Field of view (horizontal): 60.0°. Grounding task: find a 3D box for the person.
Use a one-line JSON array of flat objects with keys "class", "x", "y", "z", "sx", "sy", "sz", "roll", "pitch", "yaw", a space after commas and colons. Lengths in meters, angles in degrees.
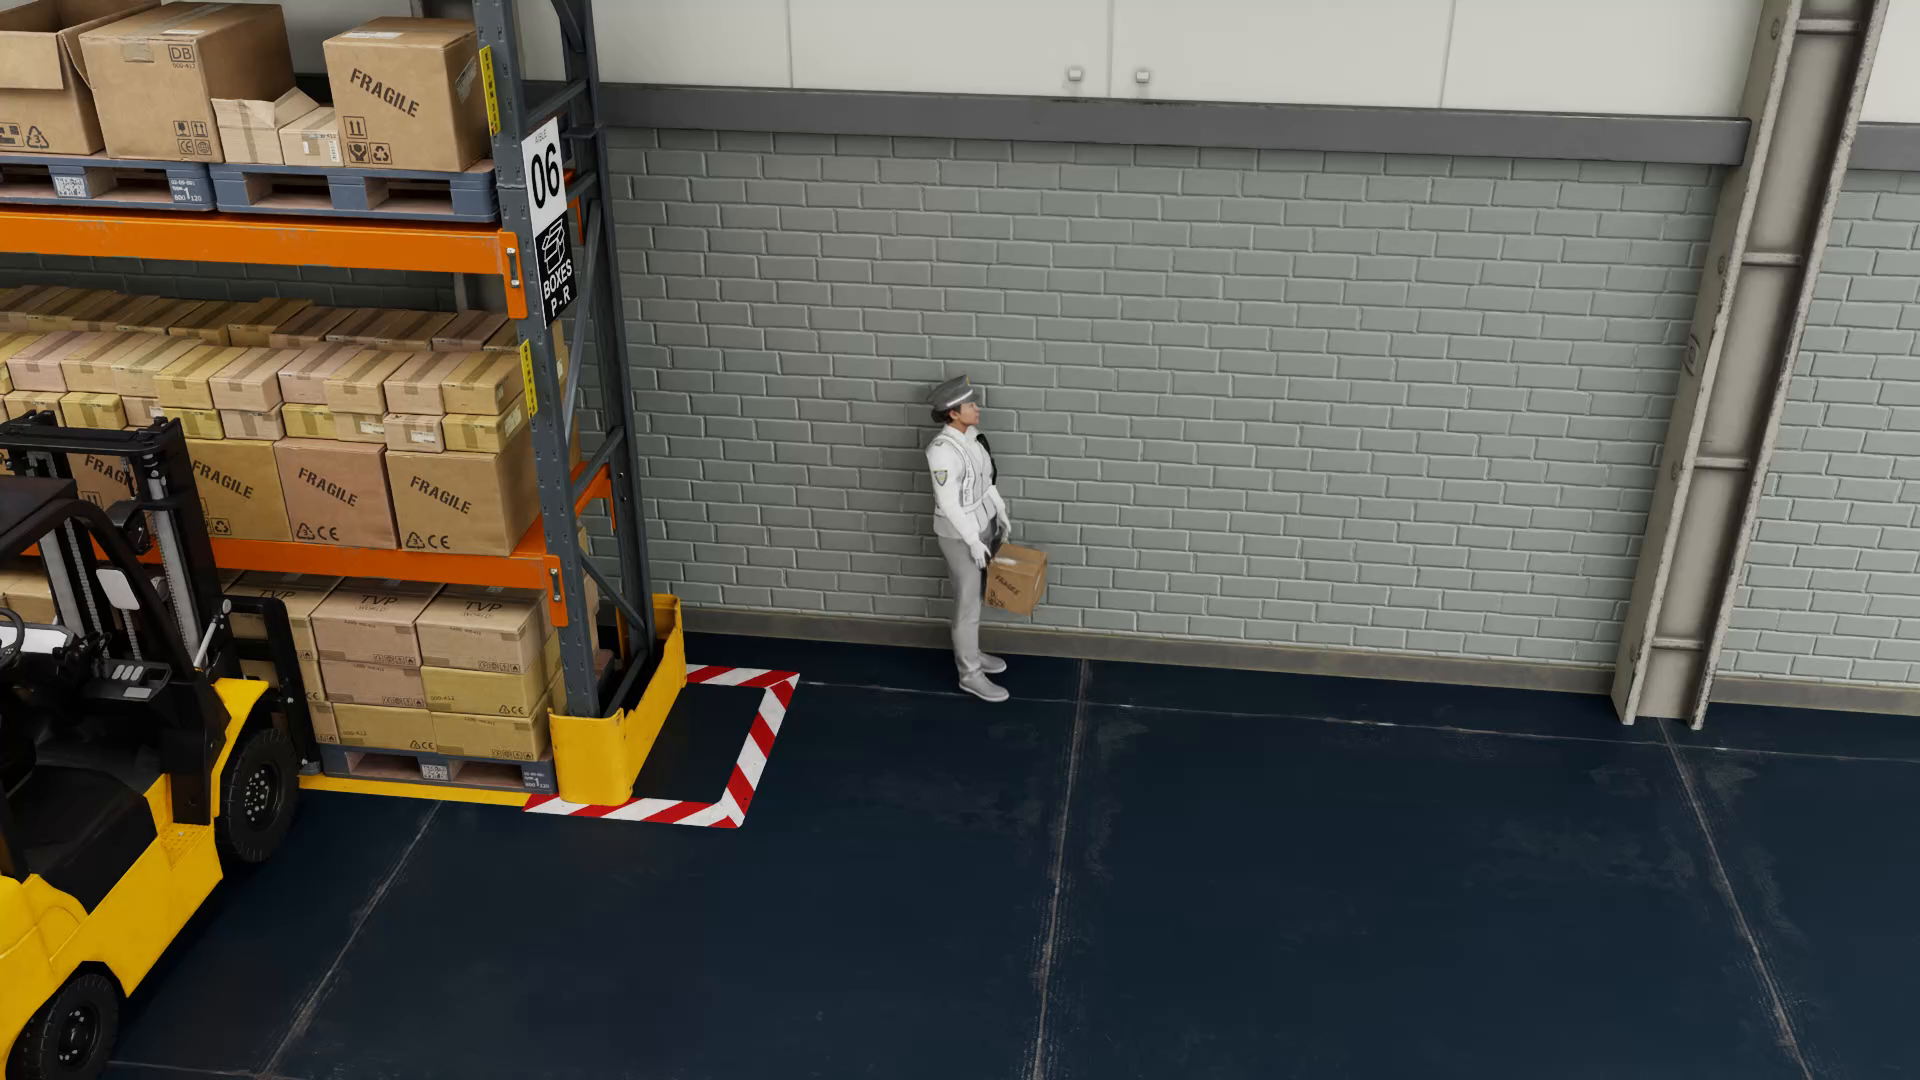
[{"class": "person", "x": 0.076, "y": -0.041, "z": 8.646, "sx": 0.542, "sy": 1.697, "sz": 0.550, "roll": 10, "pitch": 30, "yaw": 18}]
